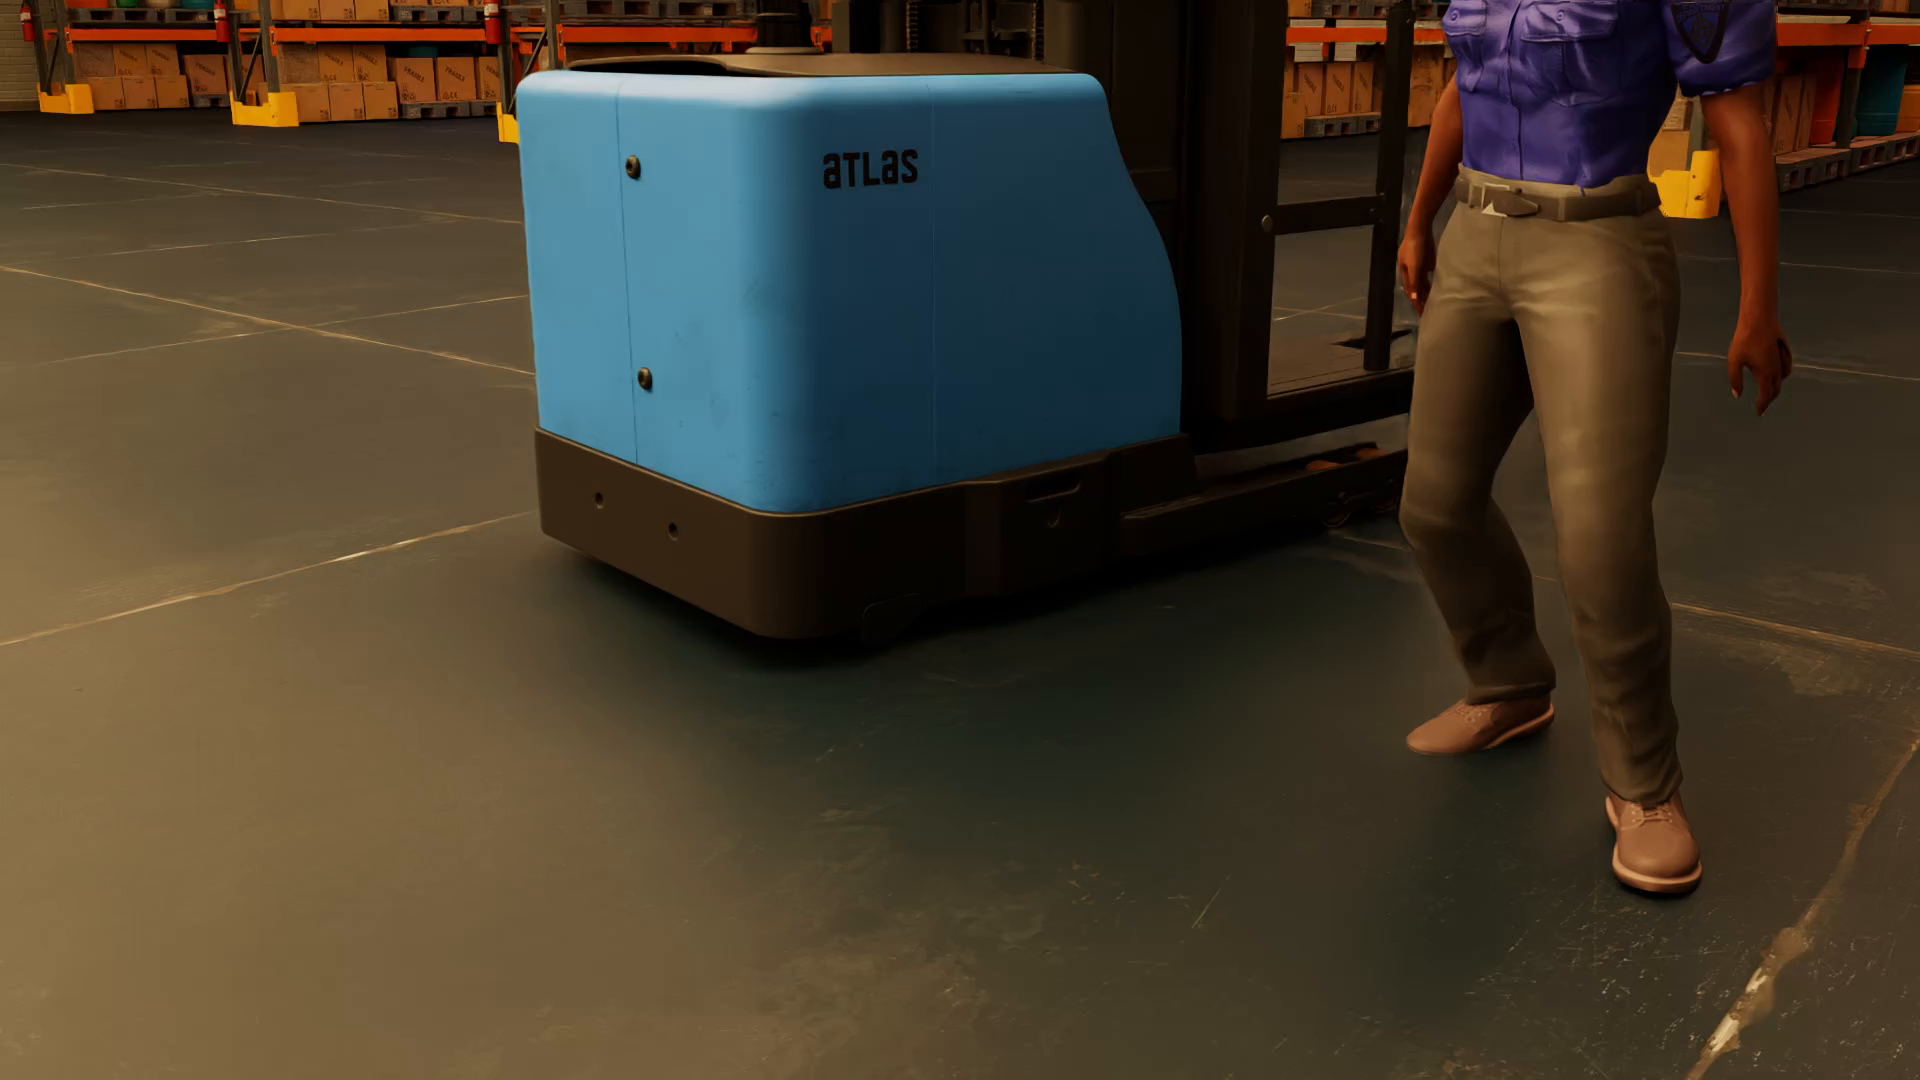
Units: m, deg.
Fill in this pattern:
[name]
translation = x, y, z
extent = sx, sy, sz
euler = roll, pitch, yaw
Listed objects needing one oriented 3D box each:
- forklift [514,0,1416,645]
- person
[forklift]
translation = 0.499, -1.535, 3.952
extent = 3.031, 2.935, 1.130
euler = -14, 22, -38
[person]
translation = 0.904, -0.372, 2.455
extent = 0.403, 1.632, 0.797
euler = -9, 19, -26
